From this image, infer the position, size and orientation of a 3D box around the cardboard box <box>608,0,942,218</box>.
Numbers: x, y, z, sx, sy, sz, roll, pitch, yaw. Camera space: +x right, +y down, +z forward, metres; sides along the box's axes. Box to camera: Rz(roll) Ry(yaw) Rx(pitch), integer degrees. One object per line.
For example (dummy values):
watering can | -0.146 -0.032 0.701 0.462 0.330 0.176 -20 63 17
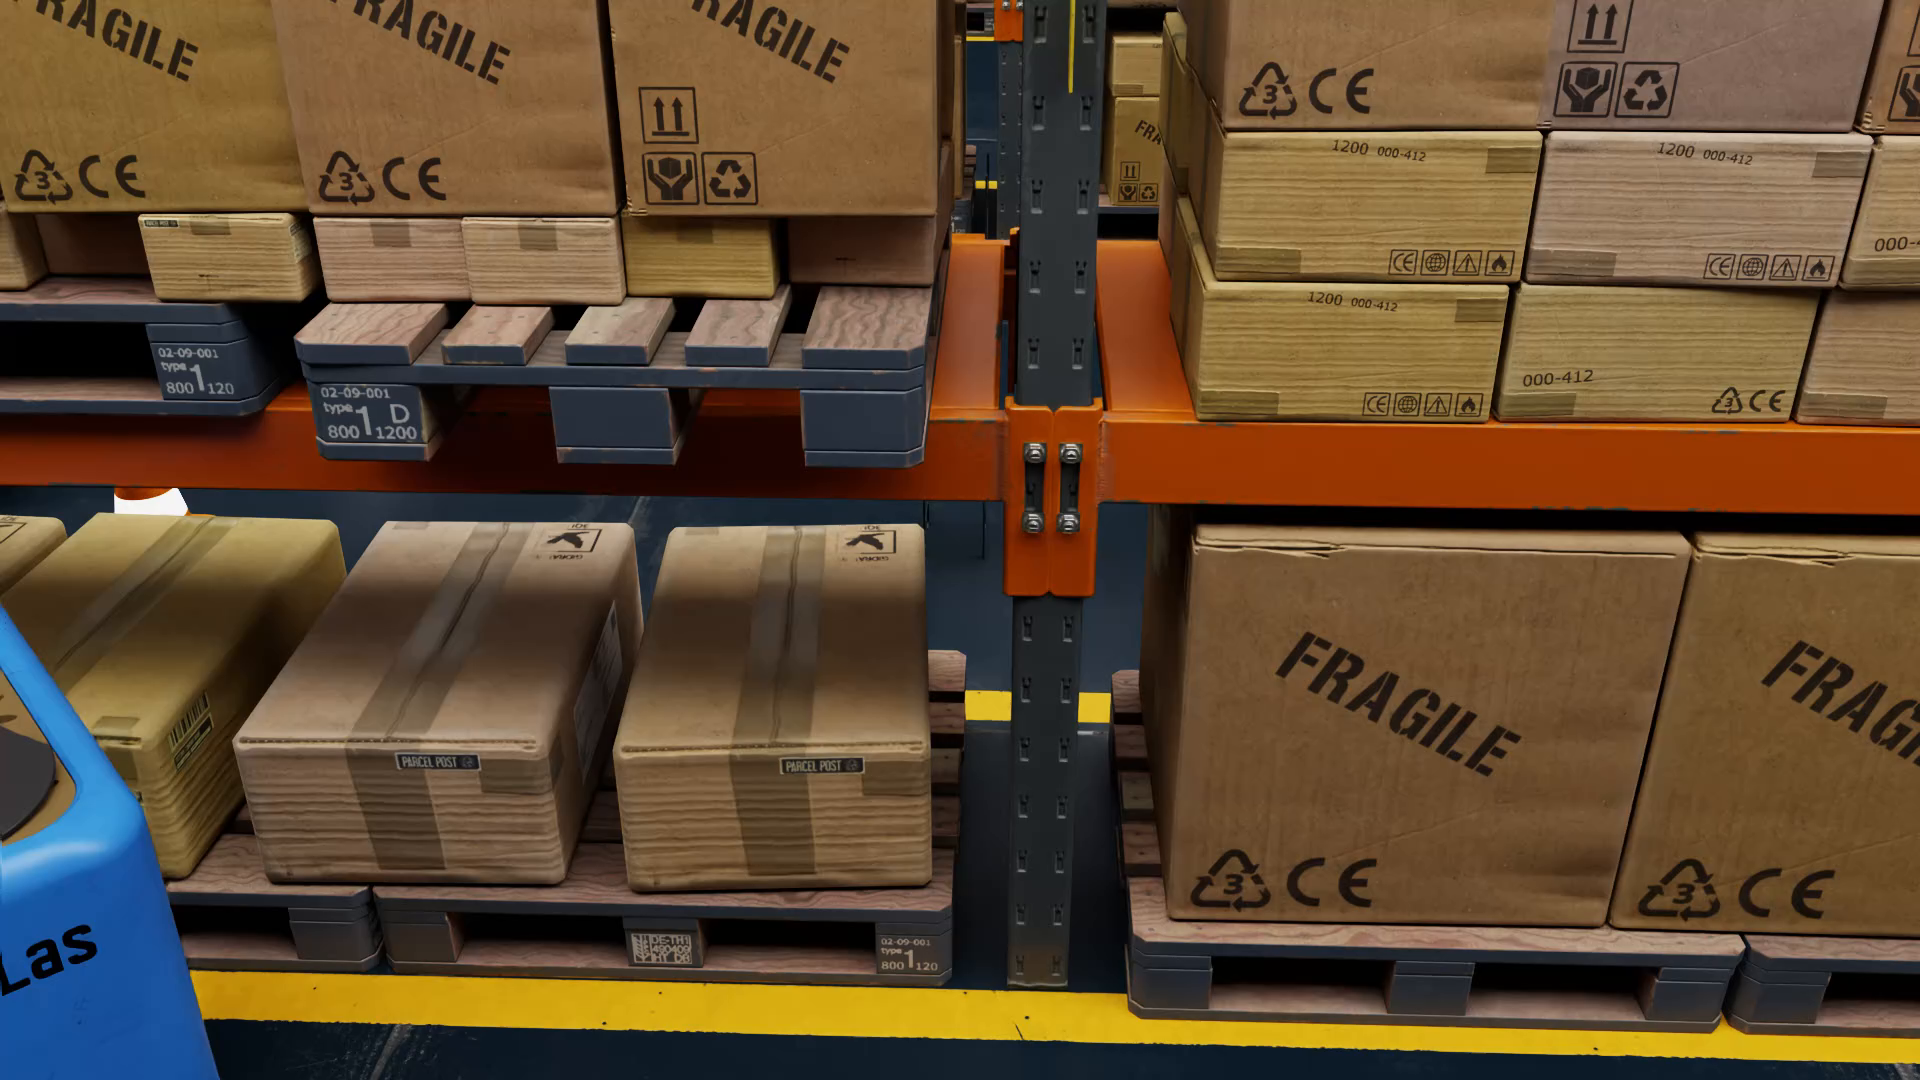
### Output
cardboard box | -0.285 -0.857 2.791 0.500 0.500 0.500 0 28 0

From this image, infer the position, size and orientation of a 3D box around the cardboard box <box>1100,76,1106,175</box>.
cardboard box | 0.920 -2.130 8.285 0.500 0.500 0.500 1 28 2

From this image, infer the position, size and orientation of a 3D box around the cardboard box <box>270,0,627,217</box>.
cardboard box | -0.802 -0.860 2.798 0.500 0.500 0.500 1 28 1

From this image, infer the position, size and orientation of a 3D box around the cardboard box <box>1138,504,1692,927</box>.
cardboard box | 0.866 0.185 3.518 0.875 0.875 0.875 1 28 1

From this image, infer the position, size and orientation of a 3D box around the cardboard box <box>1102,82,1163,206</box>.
cardboard box | 0.951 -1.887 7.828 0.500 0.500 0.500 0 28 0

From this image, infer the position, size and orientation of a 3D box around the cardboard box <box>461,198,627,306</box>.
cardboard box | -0.681 -0.542 2.890 0.250 0.149 0.380 1 28 1

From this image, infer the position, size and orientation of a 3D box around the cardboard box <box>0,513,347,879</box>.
cardboard box | -1.881 0.319 3.802 0.625 0.372 0.950 2 28 3

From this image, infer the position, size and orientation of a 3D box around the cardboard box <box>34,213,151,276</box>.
cardboard box | -1.454 -0.611 3.020 0.250 0.149 0.380 1 28 2

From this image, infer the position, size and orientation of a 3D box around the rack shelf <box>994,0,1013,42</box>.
rack shelf | -1.746 -2.652 7.819 4.000 0.370 1.077 1 28 2

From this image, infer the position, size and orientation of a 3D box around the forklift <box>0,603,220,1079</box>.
forklift | -2.564 0.301 1.553 3.031 2.935 1.130 -22 35 -35

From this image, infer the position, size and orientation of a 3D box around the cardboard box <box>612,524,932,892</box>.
cardboard box | -0.385 0.343 3.757 0.625 0.372 0.950 -1 28 -2

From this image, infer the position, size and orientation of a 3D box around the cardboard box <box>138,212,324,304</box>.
cardboard box | -1.208 -0.548 2.901 0.250 0.149 0.380 1 28 3

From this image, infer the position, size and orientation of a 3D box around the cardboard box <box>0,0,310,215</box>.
cardboard box | -1.307 -0.868 2.812 0.500 0.500 0.500 -1 28 -2

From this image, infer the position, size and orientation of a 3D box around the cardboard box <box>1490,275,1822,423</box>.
cardboard box | 1.173 -0.426 3.011 0.500 0.250 0.500 0 28 0

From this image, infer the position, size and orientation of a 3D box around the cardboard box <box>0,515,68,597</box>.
cardboard box | -2.576 0.309 3.822 0.625 0.372 0.950 3 28 5

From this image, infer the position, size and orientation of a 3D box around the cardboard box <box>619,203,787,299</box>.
cardboard box | -0.427 -0.559 2.921 0.250 0.149 0.380 1 28 3

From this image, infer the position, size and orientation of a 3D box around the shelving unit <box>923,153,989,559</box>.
shelving unit | -0.014 -0.530 4.969 0.189 1.200 0.258 1 28 2

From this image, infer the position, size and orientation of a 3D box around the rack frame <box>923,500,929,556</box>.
rack frame | -0.106 -0.532 4.972 0.006 1.200 0.240 1 28 2

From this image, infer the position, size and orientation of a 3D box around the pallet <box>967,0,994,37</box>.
pallet | -0.252 -4.039 12.643 1.213 0.211 1.003 1 28 2

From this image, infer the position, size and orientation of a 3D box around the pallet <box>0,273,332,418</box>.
pallet | -1.801 -0.547 3.284 1.213 0.211 1.003 1 28 2

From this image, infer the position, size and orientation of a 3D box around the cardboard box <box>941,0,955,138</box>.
cardboard box | -0.263 -1.095 3.241 0.500 0.500 0.500 0 28 0

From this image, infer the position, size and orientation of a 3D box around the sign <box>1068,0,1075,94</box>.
sign | 0.169 -0.841 2.482 0.005 0.325 0.100 1 28 2

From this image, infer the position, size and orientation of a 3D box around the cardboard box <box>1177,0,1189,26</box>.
cardboard box | 0.705 -1.218 3.171 0.500 0.500 0.500 0 28 0

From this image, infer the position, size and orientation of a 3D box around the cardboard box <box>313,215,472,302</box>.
cardboard box | -0.932 -0.550 2.904 0.250 0.149 0.380 0 28 -1

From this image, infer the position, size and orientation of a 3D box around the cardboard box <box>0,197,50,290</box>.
cardboard box | -1.708 -0.577 2.955 0.250 0.149 0.380 0 28 0

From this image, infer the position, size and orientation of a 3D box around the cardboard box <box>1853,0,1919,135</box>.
cardboard box | 1.676 -0.962 2.688 0.500 0.500 0.500 2 28 3

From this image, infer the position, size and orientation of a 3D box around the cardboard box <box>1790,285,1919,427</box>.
cardboard box | 1.697 -0.415 2.990 0.500 0.250 0.500 2 28 3

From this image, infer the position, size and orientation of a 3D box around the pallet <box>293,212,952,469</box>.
pallet | -0.537 -0.496 3.187 1.003 0.211 1.213 1 28 2

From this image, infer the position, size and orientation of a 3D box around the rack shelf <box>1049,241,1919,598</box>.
rack shelf | 2.178 -0.267 3.320 4.000 0.370 1.077 1 28 2

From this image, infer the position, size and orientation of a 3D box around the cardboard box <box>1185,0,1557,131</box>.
cardboard box | 0.663 -0.982 2.725 0.500 0.500 0.500 0 28 0

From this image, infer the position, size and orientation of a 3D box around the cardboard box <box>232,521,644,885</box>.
cardboard box | -1.123 0.335 3.773 0.625 0.372 0.950 0 28 1

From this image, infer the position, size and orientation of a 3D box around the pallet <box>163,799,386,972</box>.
pallet | -1.818 0.579 3.933 1.213 0.211 1.003 1 28 2

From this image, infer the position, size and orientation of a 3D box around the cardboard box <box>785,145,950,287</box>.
cardboard box | -0.157 -0.588 2.977 0.250 0.149 0.380 2 28 4

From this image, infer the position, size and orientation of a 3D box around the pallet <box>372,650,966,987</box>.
pallet | -0.602 0.600 3.893 1.213 0.211 1.003 1 28 2

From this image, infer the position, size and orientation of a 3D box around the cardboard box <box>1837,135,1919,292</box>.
cardboard box | 1.691 -0.626 2.854 0.500 0.250 0.500 1 28 2

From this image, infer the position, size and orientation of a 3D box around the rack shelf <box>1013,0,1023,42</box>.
rack shelf | 2.251 -2.586 7.694 4.000 0.370 1.077 1 28 2

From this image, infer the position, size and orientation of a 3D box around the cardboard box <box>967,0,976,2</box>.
cardboard box | -0.142 -4.349 12.450 0.500 0.500 0.700 0 28 -1

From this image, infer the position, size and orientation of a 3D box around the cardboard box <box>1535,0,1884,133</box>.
cardboard box | 1.159 -0.978 2.718 0.500 0.500 0.500 1 28 2

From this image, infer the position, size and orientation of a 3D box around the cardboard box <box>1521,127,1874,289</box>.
cardboard box | 1.193 -0.640 2.881 0.500 0.250 0.500 2 28 3

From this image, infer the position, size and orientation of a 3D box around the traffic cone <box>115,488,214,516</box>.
traffic cone | -2.530 -0.198 5.130 0.334 0.463 0.336 1 28 2

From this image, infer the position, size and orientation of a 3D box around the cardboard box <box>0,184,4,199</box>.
cardboard box | -1.852 -0.878 2.830 0.500 0.500 0.500 0 28 0

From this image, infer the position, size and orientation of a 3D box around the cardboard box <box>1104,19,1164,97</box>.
cardboard box | 0.933 -2.225 7.664 0.500 0.250 0.500 0 28 -1

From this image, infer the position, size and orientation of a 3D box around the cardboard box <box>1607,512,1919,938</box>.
cardboard box | 1.758 0.202 3.487 0.875 0.875 0.875 1 28 2

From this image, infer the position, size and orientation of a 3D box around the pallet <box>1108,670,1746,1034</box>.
pallet | 0.964 0.662 3.776 1.213 0.211 1.003 1 28 2

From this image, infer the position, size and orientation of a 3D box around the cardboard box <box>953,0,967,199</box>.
cardboard box | -0.353 -2.181 8.115 0.750 0.750 1.050 1 28 1

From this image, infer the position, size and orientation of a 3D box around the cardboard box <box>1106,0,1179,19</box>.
cardboard box | 0.945 -2.461 8.109 0.500 0.250 0.500 0 28 1

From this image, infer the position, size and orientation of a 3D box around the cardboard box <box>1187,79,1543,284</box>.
cardboard box | 0.677 -0.649 2.898 0.500 0.250 0.500 1 28 1

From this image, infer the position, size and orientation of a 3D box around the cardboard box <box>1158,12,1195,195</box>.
cardboard box | 0.672 -0.884 3.341 0.500 0.250 0.500 1 28 2

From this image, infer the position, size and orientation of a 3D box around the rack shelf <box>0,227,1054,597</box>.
rack shelf | -1.820 -0.334 3.445 4.000 0.370 1.077 1 28 2

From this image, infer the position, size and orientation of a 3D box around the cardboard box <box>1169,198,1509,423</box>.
cardboard box | 0.659 -0.426 3.012 0.500 0.250 0.500 0 28 1

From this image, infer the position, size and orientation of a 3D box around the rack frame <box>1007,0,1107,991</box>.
rack frame | 0.179 -0.618 3.214 0.127 3.000 1.000 1 28 2

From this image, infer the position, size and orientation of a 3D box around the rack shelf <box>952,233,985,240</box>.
rack shelf | -0.014 -0.809 4.822 0.180 0.103 0.258 1 28 2

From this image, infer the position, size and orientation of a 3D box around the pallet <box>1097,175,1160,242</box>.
pallet | 1.034 -1.691 8.215 1.213 0.211 1.003 1 28 2

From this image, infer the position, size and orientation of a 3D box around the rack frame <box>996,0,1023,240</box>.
rack frame | 0.253 -2.937 7.588 0.127 3.000 1.000 1 28 2

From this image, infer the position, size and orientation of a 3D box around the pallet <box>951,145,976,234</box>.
pallet | -0.533 -1.753 8.332 1.213 0.211 1.003 1 28 2

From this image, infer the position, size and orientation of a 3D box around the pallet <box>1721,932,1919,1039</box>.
pallet | 2.180 0.683 3.735 1.213 0.211 1.003 1 28 2

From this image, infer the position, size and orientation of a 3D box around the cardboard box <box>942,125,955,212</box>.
cardboard box | -0.139 -0.785 3.349 0.250 0.149 0.380 -1 28 -1

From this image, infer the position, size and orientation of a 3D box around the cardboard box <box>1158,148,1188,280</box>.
cardboard box | 0.694 -0.665 3.462 0.500 0.250 0.500 0 28 0

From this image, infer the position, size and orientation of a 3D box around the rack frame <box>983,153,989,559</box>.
rack frame | 0.077 -0.529 4.967 0.006 1.200 0.240 1 28 2
